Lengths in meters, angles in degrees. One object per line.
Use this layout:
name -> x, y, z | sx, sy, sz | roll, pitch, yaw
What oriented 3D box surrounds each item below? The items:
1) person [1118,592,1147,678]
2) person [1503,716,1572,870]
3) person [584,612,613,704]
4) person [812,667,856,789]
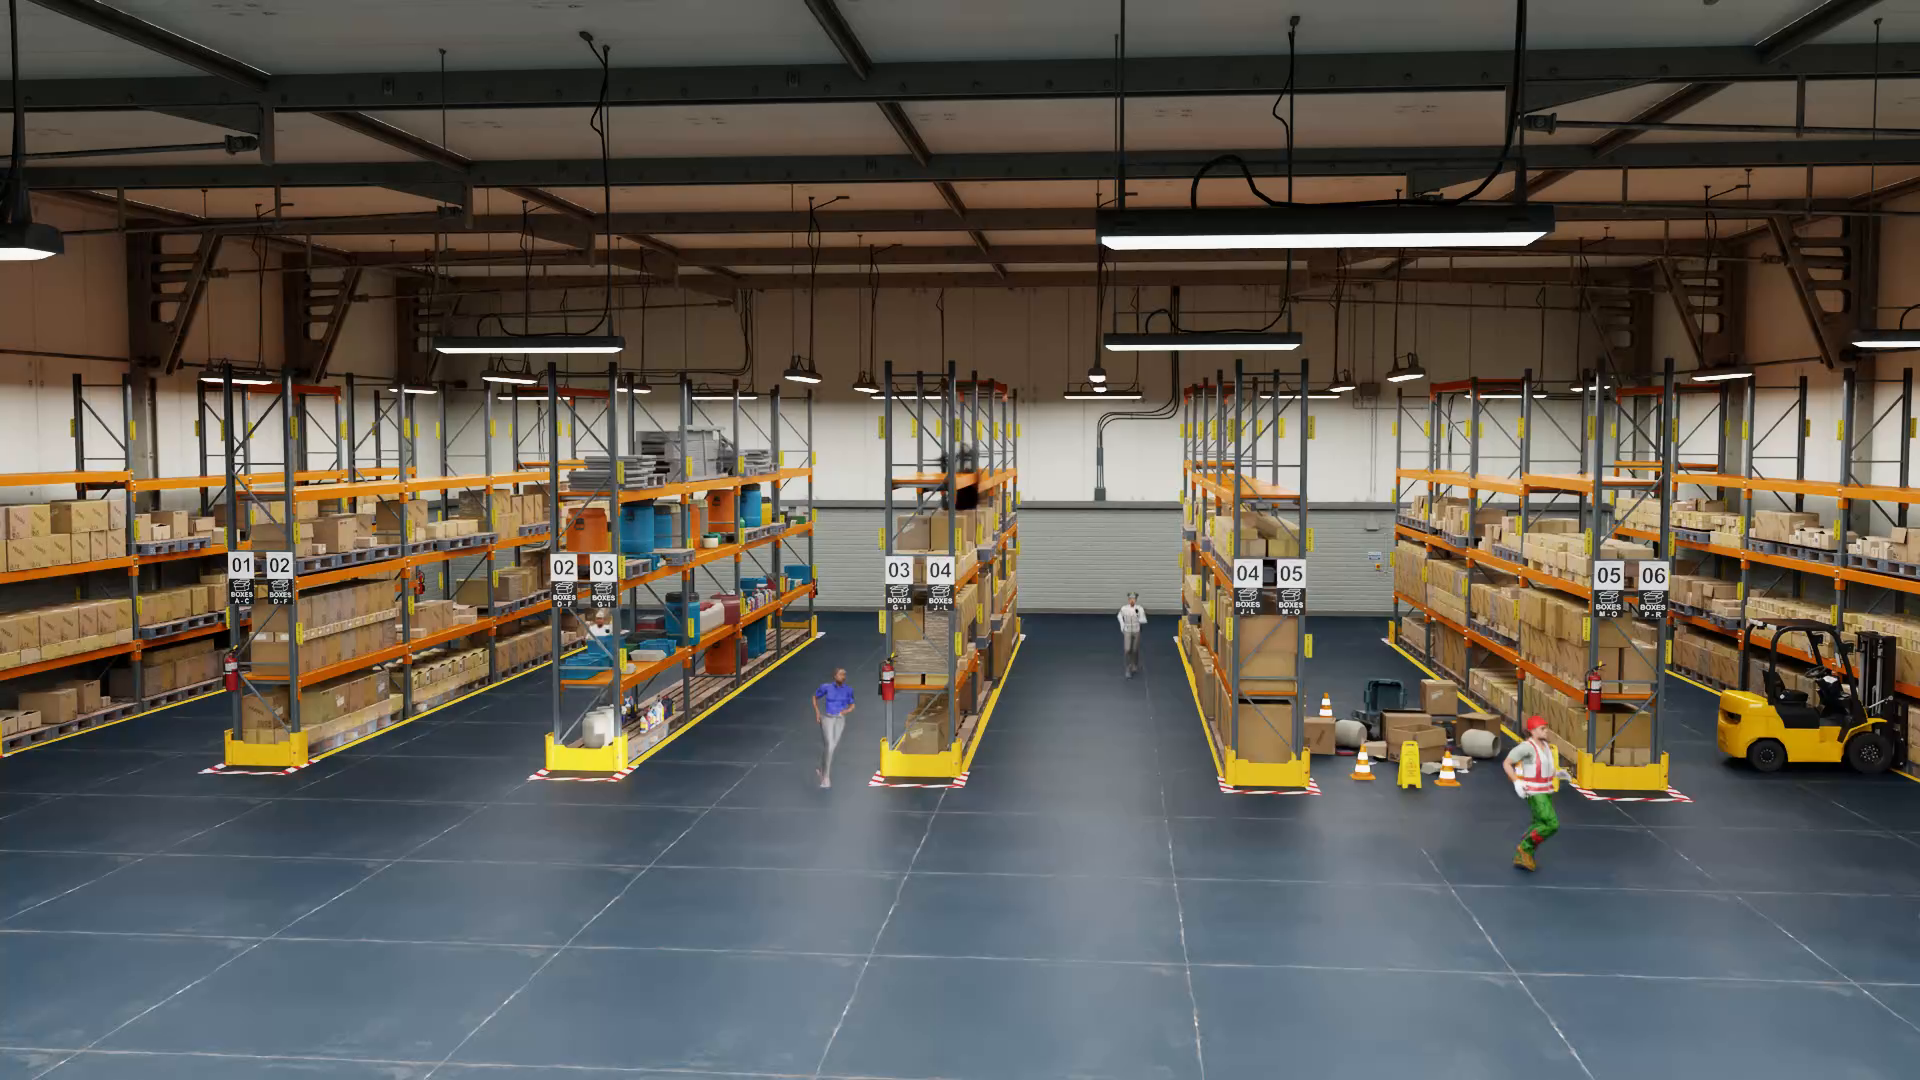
person -> 3.493, 1.925, 33.925 | 0.548, 1.739, 0.685 | 0, 4, 7
person -> 6.575, 2.866, 18.818 | 0.657, 1.740, 0.650 | -4, 5, -43
person -> -6.649, 2.158, 30.806 | 0.607, 1.658, 0.849 | 0, 4, -5
person -> -1.787, 2.645, 23.643 | 0.570, 1.695, 0.685 | -2, 4, -27
